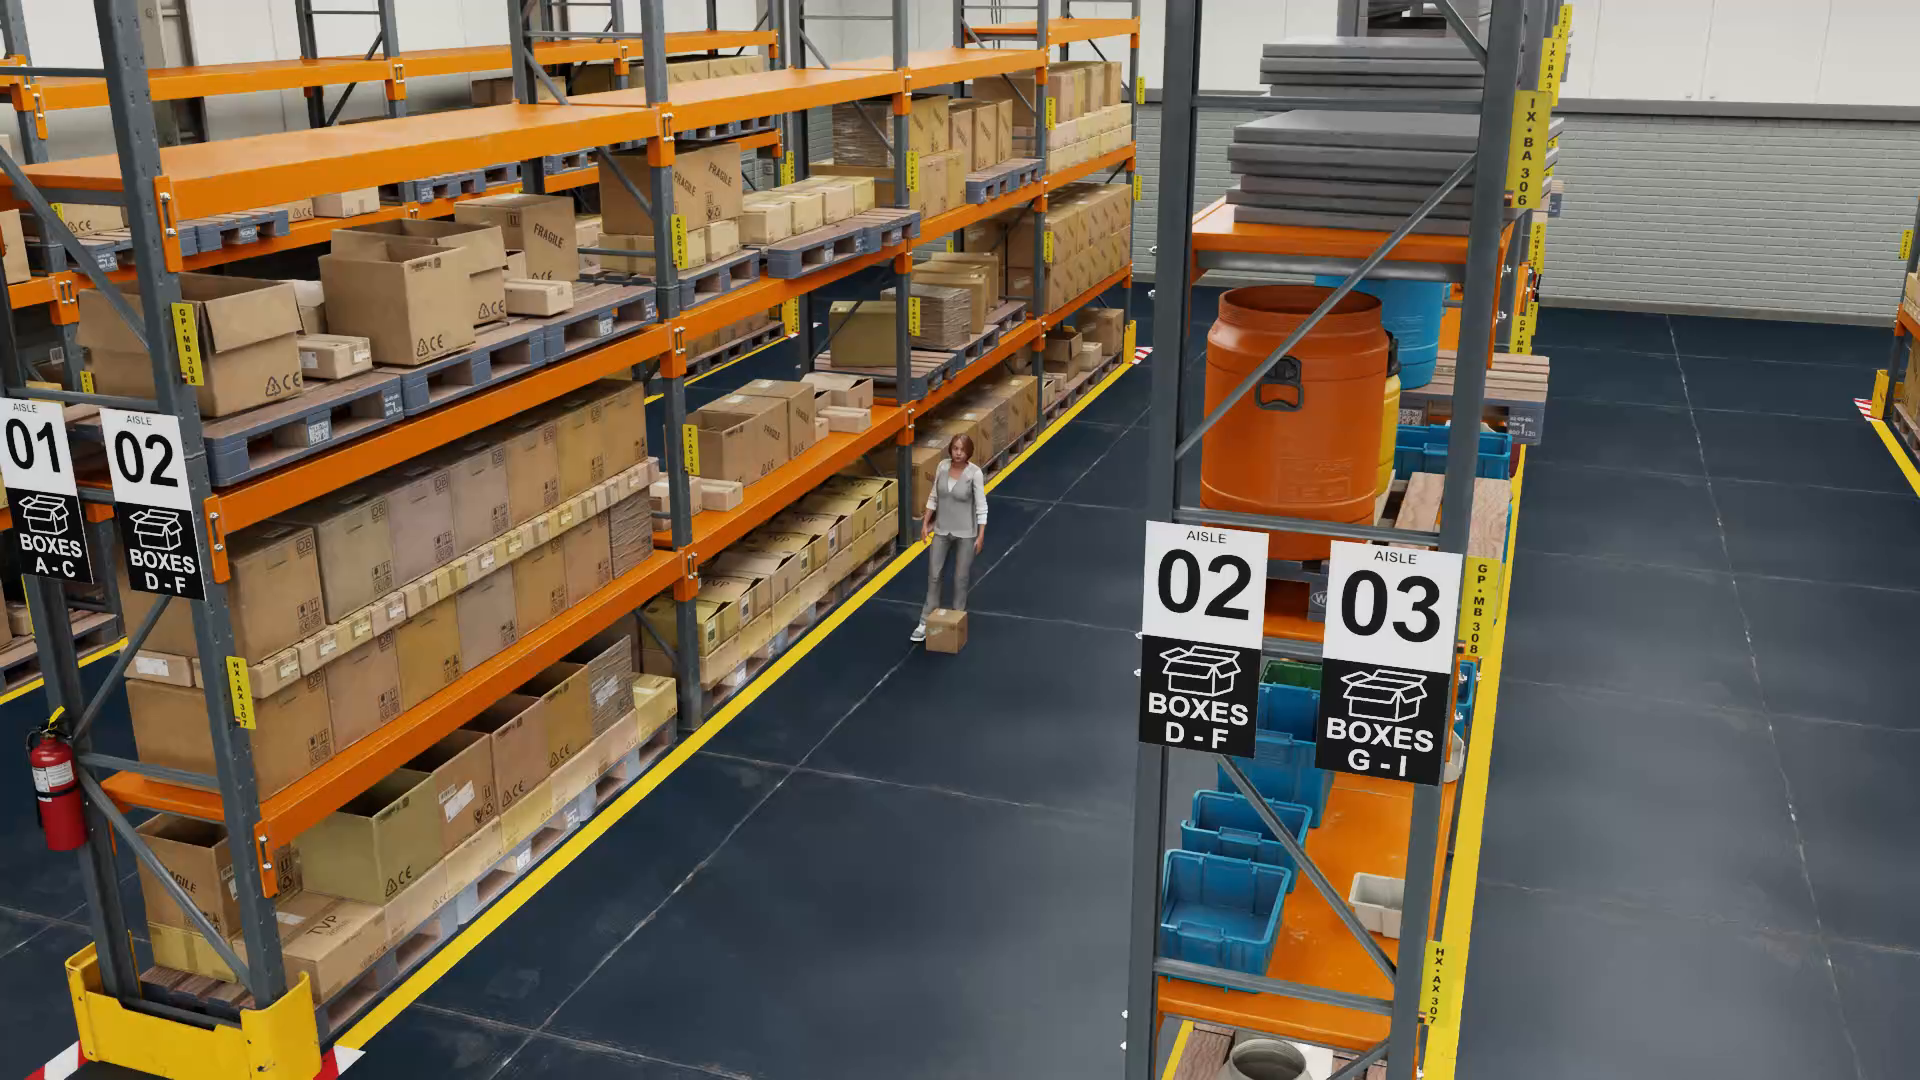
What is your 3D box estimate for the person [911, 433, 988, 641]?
[{"bbox_3d":[-0.073,-0.015,12.592,0.519,1.597,0.475,7,20,19],"label":"person"}]
